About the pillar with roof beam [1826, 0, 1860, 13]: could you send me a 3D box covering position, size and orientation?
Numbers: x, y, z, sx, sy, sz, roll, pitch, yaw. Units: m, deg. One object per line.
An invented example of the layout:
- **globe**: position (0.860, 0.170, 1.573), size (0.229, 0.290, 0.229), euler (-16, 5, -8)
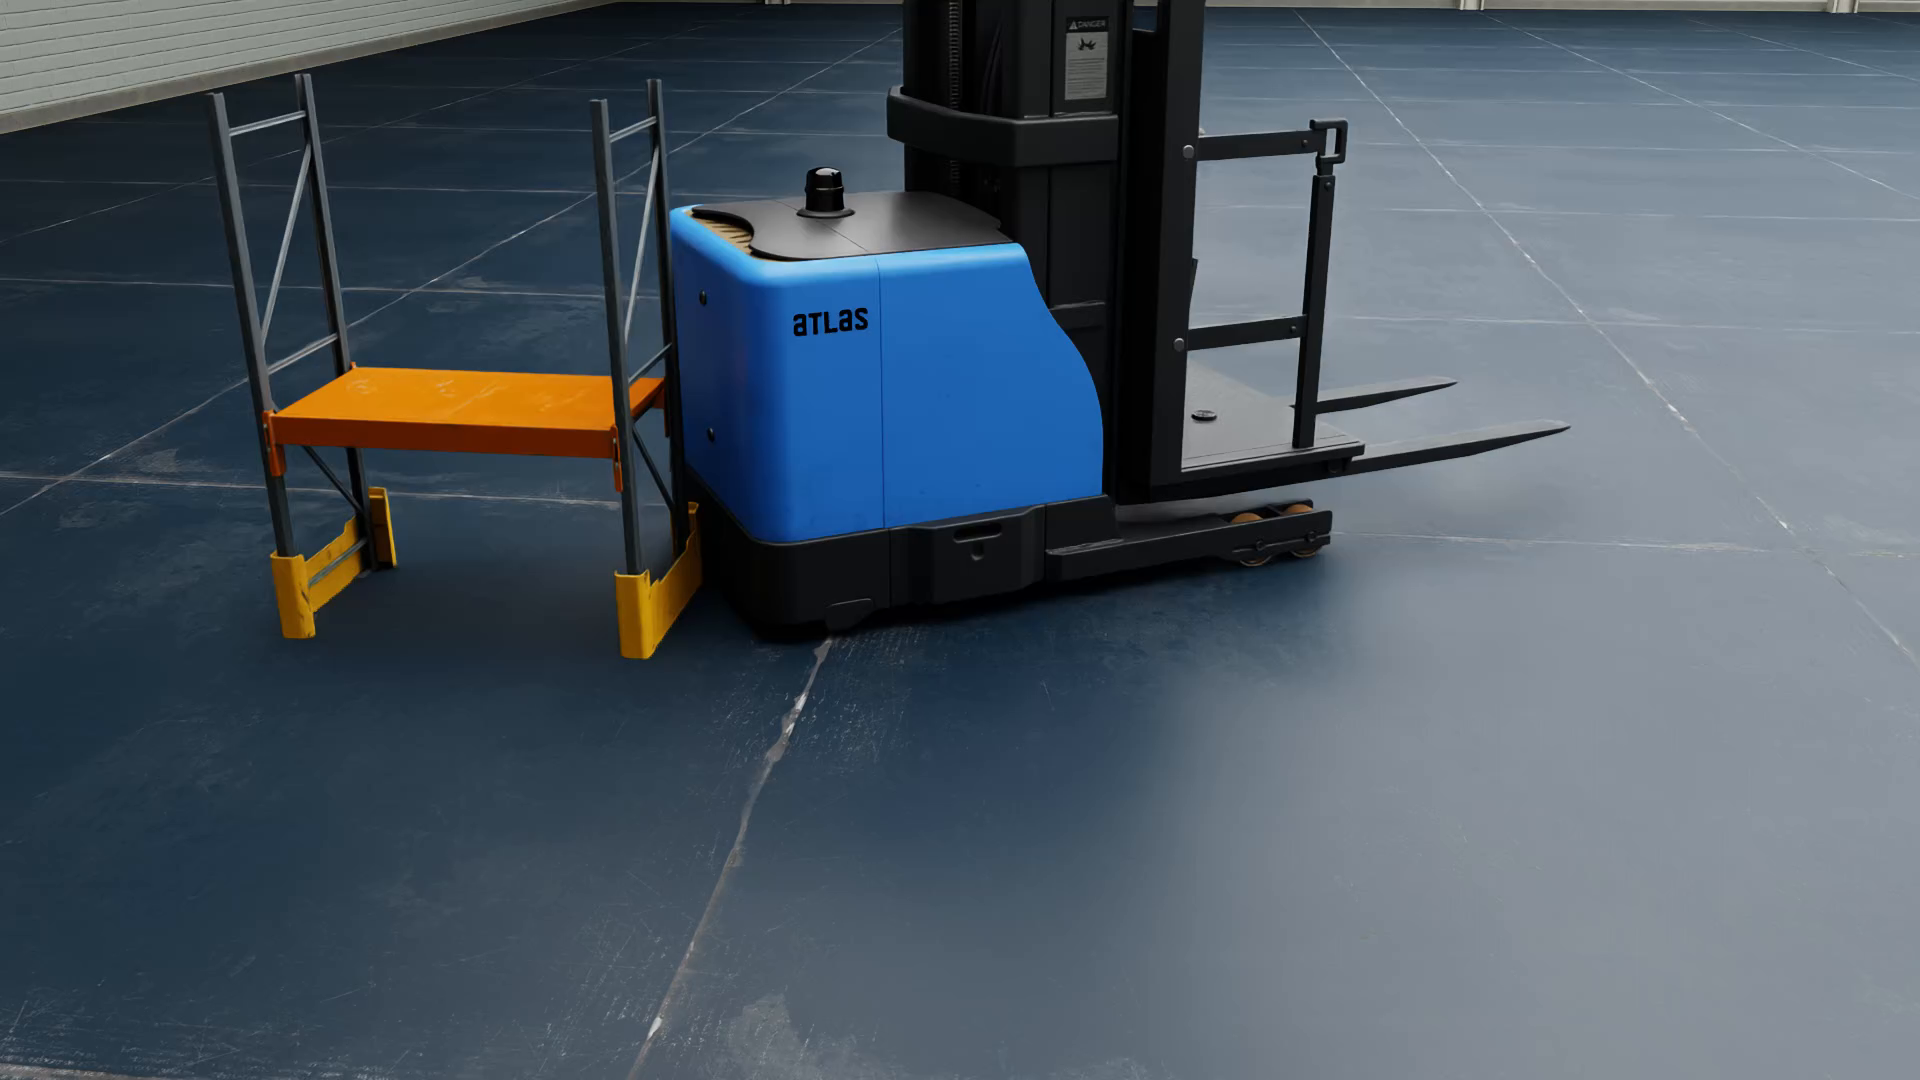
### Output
- **pillar with roof beam**: position (14.125, -11.378, 21.980), size (0.400, 9.000, 9.100), euler (2, 22, 6)

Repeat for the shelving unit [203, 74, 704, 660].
- **shelving unit**: position (-1.360, -0.497, 4.658), size (1.083, 1.500, 0.587), euler (3, 22, 7)

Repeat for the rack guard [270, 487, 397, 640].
- **rack guard**: position (-1.854, 0.060, 4.948), size (0.087, 0.250, 0.587), euler (3, 22, 7)

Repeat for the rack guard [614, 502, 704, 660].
- **rack guard**: position (-0.866, 0.108, 4.827), size (0.087, 0.250, 0.587), euler (3, 22, 7)

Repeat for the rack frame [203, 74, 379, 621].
- **rack frame**: position (-1.873, -0.522, 4.721), size (0.032, 1.500, 0.500), euler (3, 22, 7)

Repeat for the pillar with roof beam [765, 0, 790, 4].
- **pillar with roof beam**: position (-3.749, -12.157, 23.950), size (0.400, 9.000, 9.100), euler (2, 22, 6)

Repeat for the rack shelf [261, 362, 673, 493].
- **rack shelf**: position (-1.369, -0.331, 4.725), size (1.000, 0.185, 0.538), euler (3, 22, 7)

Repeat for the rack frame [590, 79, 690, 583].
- **rack frame**: position (-0.865, -0.473, 4.597), size (0.032, 1.500, 0.500), euler (3, 22, 7)

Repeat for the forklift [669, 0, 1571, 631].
- **forklift**: position (0.631, -1.447, 5.112), size (3.031, 2.935, 1.130), euler (-9, 23, -22)

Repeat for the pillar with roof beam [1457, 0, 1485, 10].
- **pillar with roof beam**: position (8.167, -11.638, 22.637), size (0.400, 9.000, 9.100), euler (2, 22, 6)
